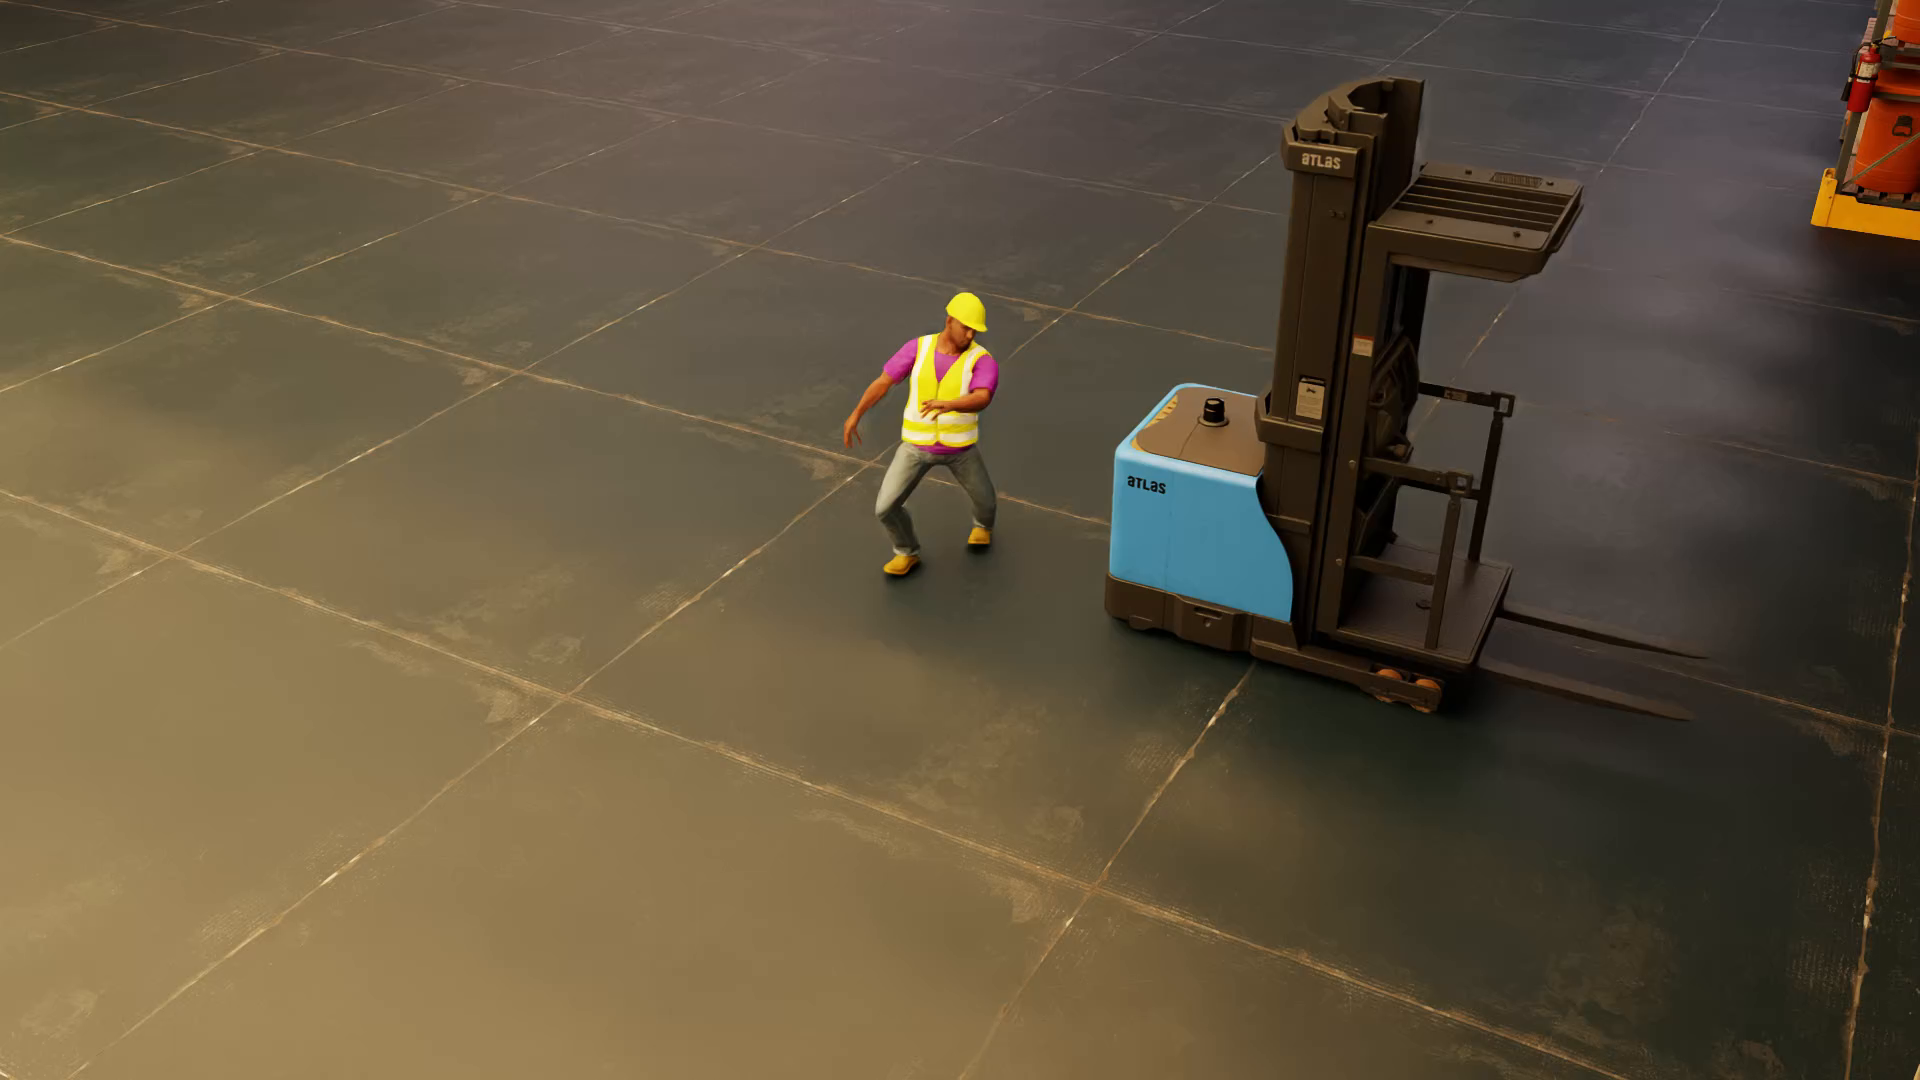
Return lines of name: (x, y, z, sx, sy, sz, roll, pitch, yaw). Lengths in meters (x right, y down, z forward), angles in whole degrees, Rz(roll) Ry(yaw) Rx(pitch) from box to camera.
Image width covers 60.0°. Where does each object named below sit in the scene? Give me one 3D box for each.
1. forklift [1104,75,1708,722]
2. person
forklift: (2.349, -0.696, 8.276, 3.031, 2.935, 1.130, 14, 33, 23)
person: (-0.222, -0.543, 9.317, 0.863, 1.608, 0.871, 1, 30, 1)
